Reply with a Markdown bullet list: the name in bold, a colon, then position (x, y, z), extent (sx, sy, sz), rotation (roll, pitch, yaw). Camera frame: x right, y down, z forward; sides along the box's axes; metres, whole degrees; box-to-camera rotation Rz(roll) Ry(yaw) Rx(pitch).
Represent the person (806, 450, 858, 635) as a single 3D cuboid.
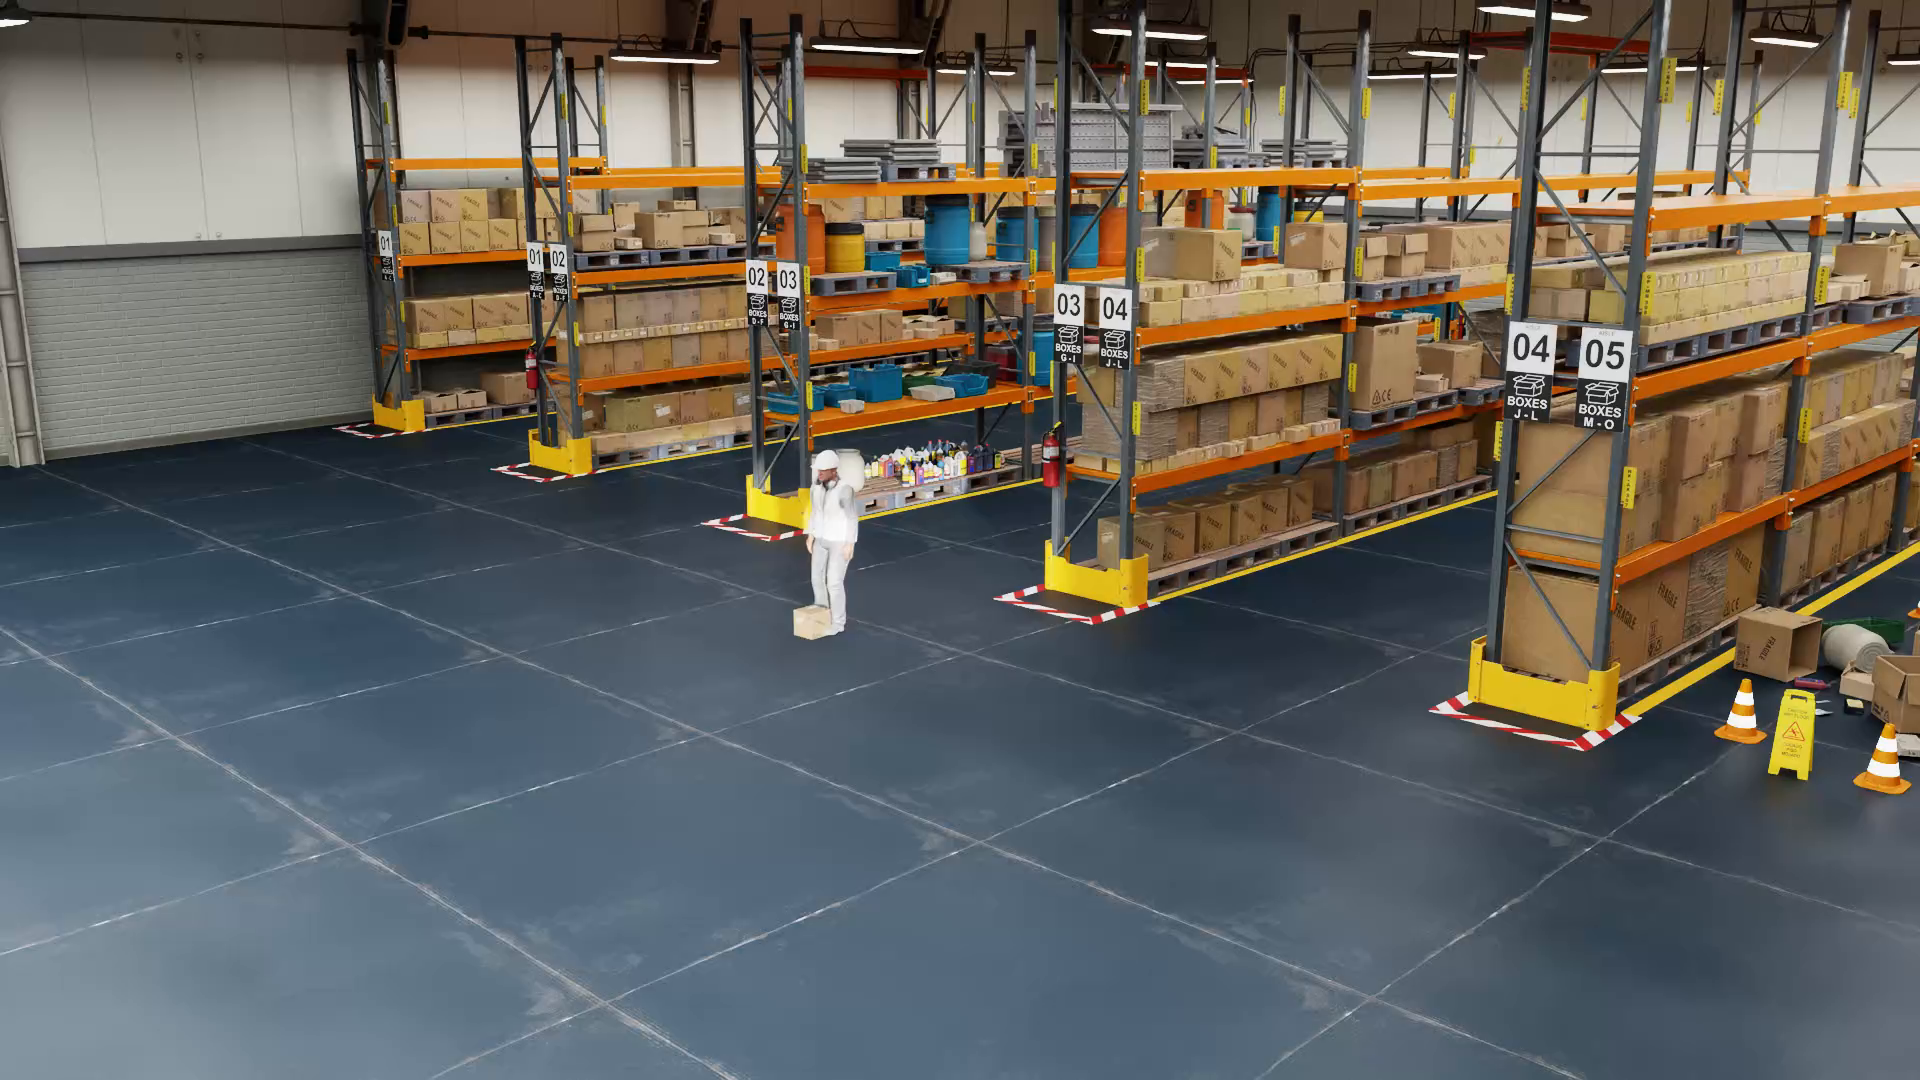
- **person**: position (-1.235, 0.005, 15.920), extent (0.593, 1.771, 0.475), rotation (11, 18, 39)
